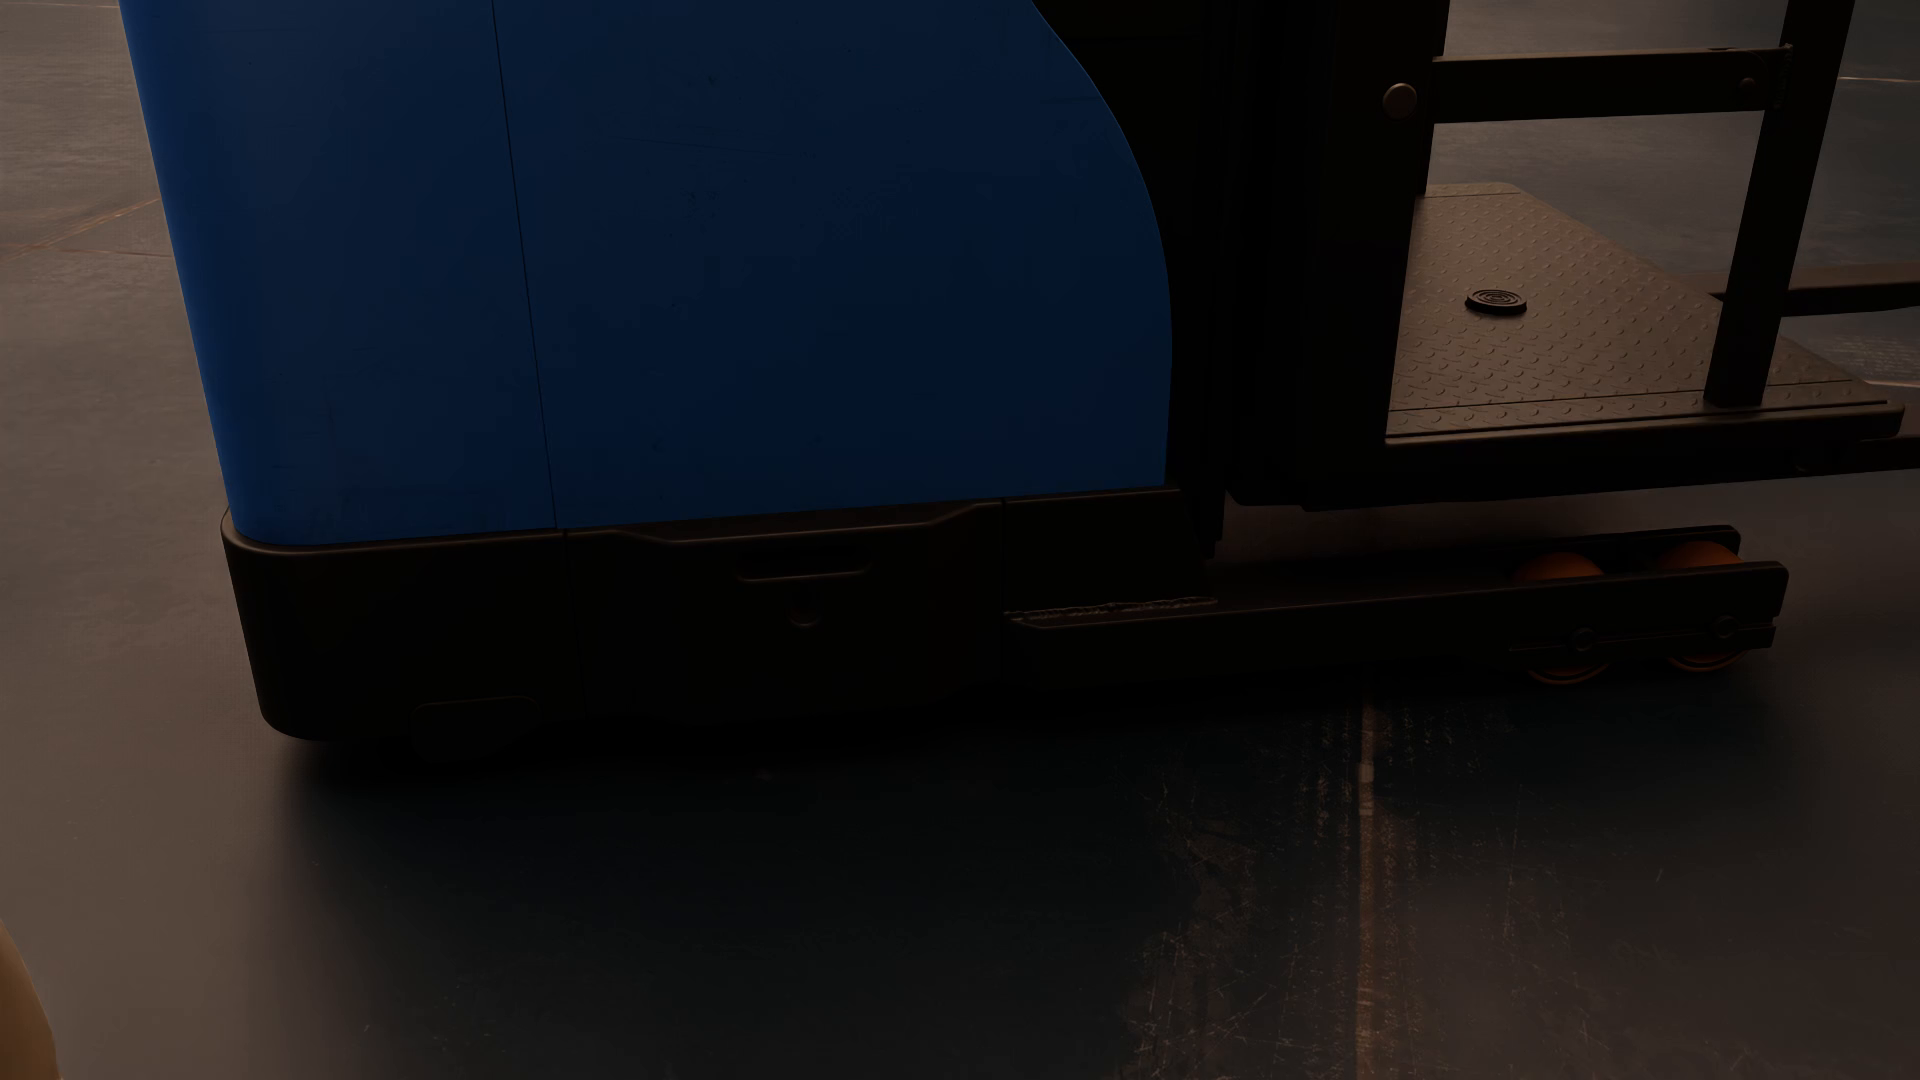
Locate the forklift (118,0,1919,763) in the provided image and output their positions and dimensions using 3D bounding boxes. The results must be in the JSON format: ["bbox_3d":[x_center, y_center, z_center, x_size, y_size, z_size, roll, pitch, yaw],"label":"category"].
[{"bbox_3d":[0.600,-1.354,1.930,3.031,2.935,1.130,-4,27,-9],"label":"forklift"}]
